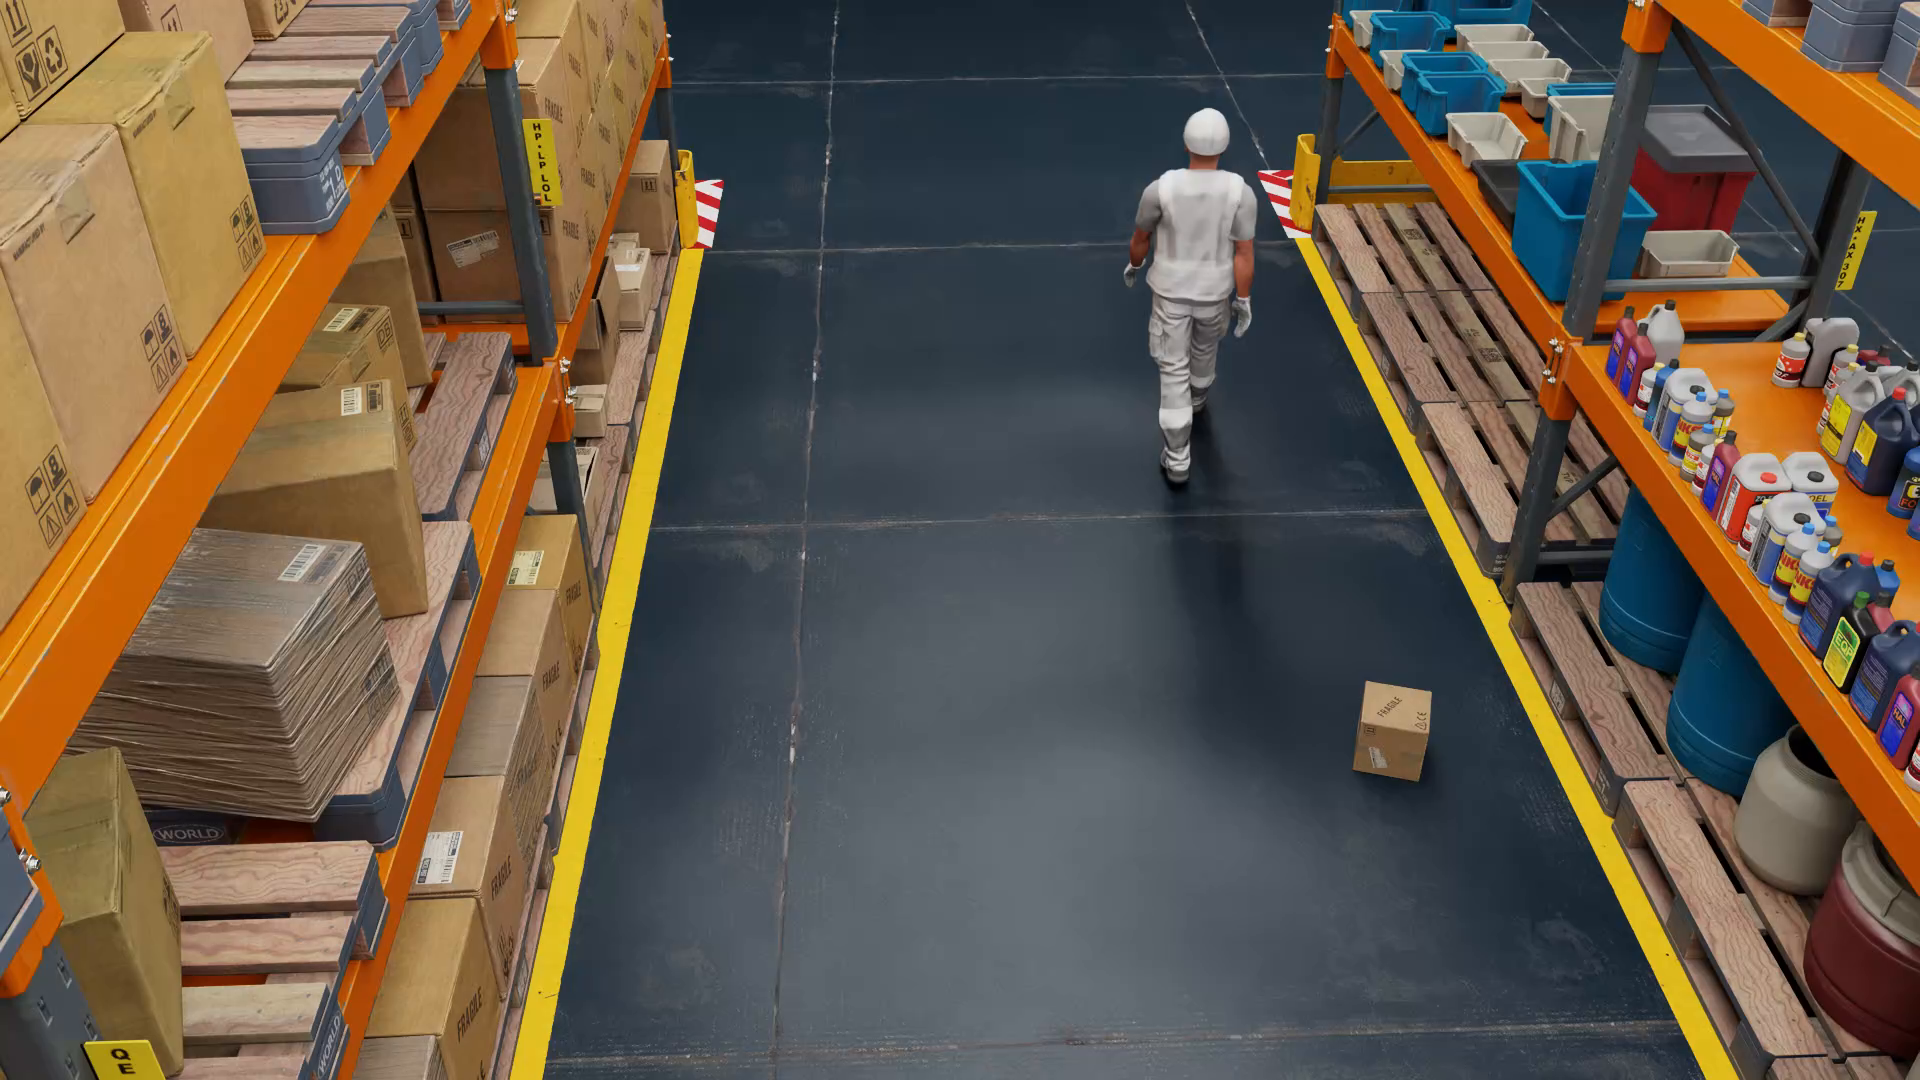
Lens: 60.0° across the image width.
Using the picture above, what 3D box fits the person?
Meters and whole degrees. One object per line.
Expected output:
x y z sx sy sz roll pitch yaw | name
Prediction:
1.069 -1.248 7.878 0.569 1.738 0.968 0 35 0 | person
